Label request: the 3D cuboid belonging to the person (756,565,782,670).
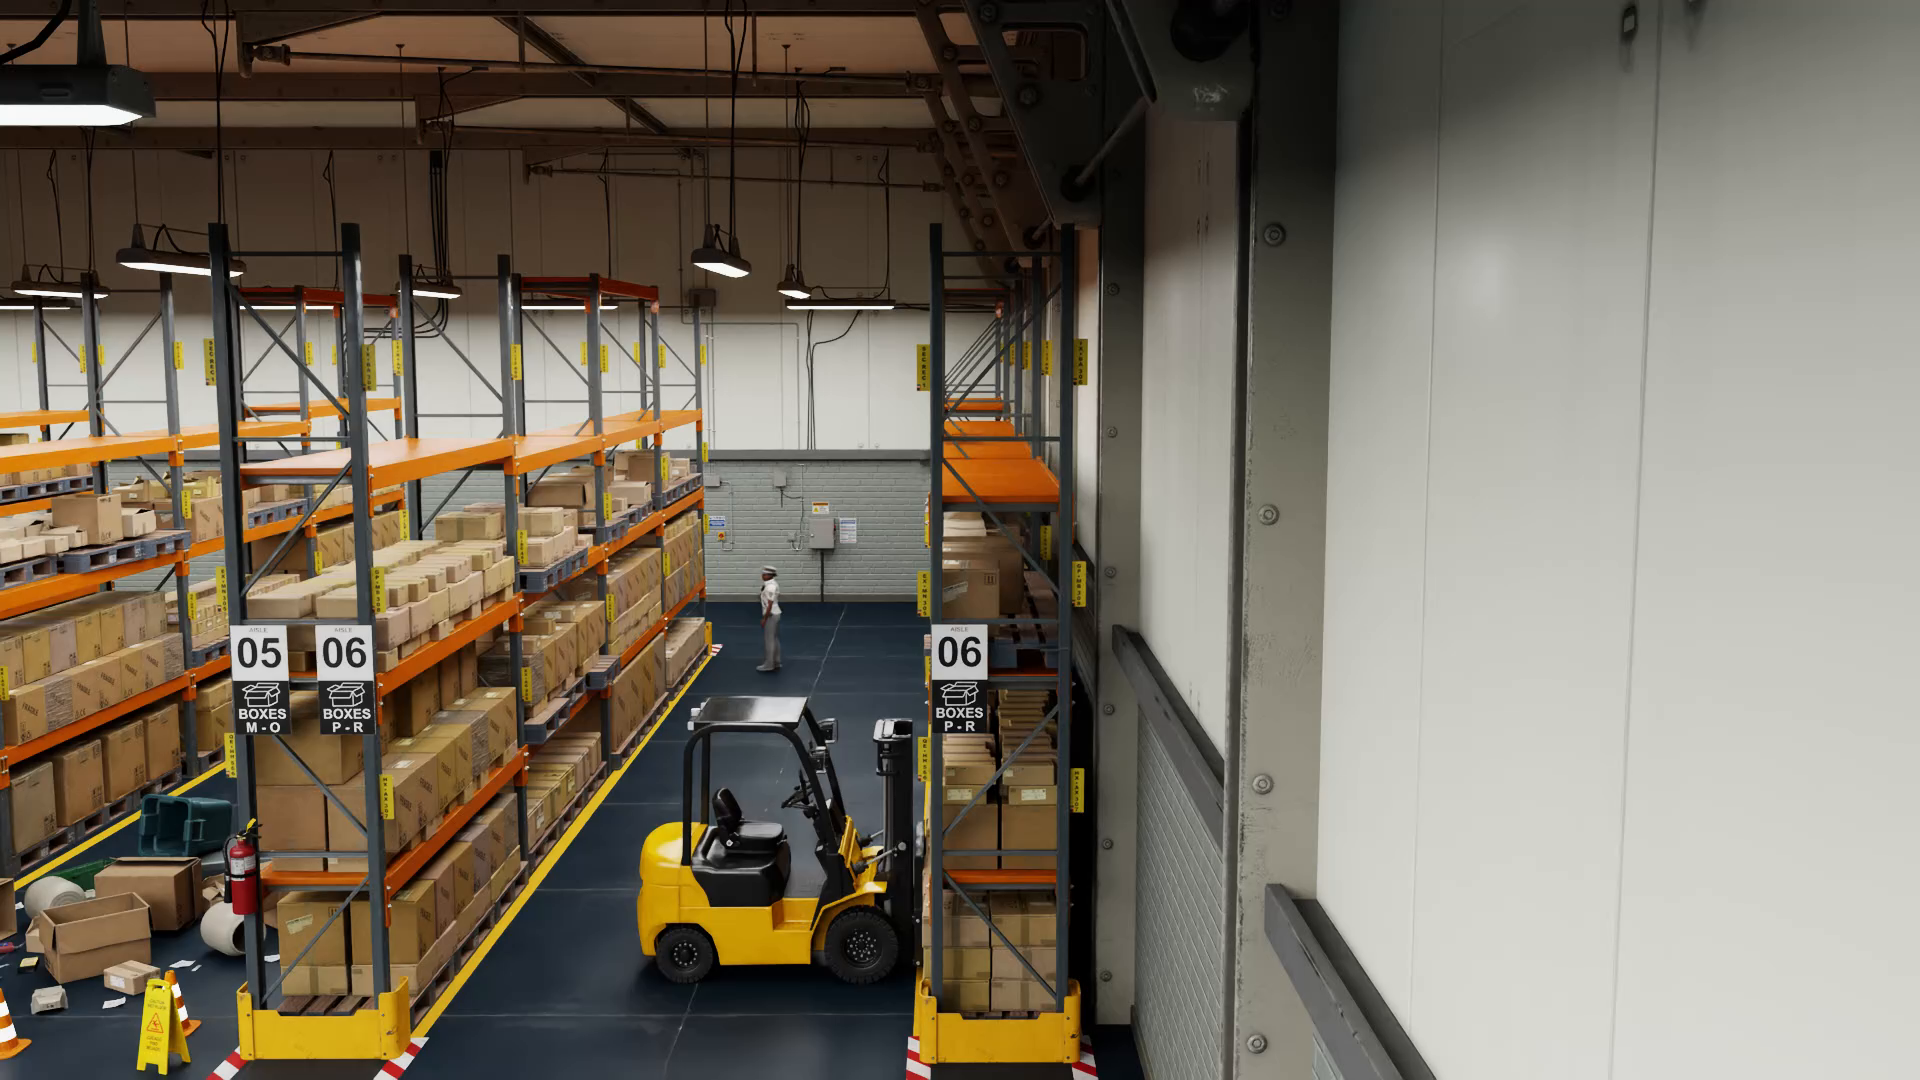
[{"bbox_3d":[-3.052,1.237,26.544,0.414,1.694,0.458,-1,7,-4],"label":"person"}]
